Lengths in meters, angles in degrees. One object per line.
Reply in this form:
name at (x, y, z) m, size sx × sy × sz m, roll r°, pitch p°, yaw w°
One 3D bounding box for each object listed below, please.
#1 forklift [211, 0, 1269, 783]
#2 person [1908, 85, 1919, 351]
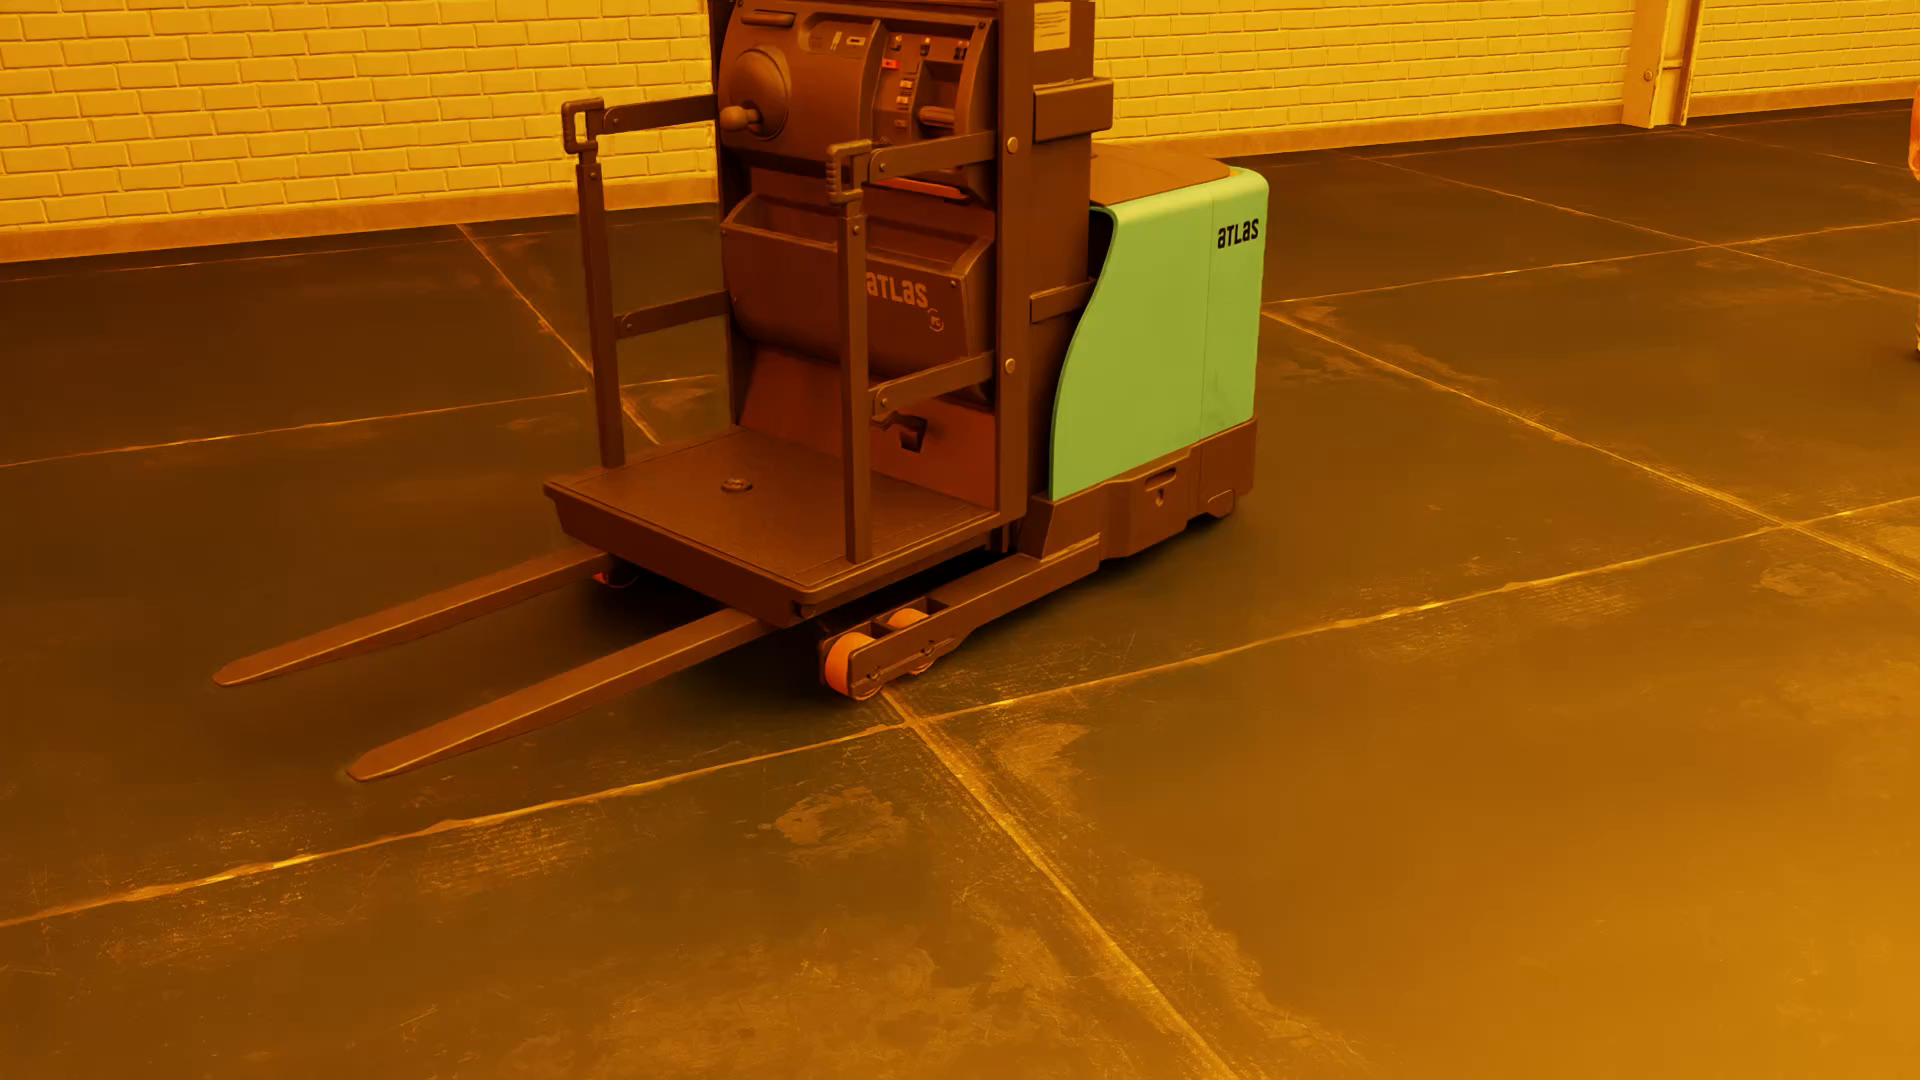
forklift at (-0.430, -1.175, 4.115) m, size 1.130 × 2.935 × 3.031 m, roll 19°, pitch 29°, yaw 39°
person at (4.078, -1.542, 6.616) m, size 0.550 × 1.673 × 0.548 m, roll 17°, pitch 28°, yaw 35°
